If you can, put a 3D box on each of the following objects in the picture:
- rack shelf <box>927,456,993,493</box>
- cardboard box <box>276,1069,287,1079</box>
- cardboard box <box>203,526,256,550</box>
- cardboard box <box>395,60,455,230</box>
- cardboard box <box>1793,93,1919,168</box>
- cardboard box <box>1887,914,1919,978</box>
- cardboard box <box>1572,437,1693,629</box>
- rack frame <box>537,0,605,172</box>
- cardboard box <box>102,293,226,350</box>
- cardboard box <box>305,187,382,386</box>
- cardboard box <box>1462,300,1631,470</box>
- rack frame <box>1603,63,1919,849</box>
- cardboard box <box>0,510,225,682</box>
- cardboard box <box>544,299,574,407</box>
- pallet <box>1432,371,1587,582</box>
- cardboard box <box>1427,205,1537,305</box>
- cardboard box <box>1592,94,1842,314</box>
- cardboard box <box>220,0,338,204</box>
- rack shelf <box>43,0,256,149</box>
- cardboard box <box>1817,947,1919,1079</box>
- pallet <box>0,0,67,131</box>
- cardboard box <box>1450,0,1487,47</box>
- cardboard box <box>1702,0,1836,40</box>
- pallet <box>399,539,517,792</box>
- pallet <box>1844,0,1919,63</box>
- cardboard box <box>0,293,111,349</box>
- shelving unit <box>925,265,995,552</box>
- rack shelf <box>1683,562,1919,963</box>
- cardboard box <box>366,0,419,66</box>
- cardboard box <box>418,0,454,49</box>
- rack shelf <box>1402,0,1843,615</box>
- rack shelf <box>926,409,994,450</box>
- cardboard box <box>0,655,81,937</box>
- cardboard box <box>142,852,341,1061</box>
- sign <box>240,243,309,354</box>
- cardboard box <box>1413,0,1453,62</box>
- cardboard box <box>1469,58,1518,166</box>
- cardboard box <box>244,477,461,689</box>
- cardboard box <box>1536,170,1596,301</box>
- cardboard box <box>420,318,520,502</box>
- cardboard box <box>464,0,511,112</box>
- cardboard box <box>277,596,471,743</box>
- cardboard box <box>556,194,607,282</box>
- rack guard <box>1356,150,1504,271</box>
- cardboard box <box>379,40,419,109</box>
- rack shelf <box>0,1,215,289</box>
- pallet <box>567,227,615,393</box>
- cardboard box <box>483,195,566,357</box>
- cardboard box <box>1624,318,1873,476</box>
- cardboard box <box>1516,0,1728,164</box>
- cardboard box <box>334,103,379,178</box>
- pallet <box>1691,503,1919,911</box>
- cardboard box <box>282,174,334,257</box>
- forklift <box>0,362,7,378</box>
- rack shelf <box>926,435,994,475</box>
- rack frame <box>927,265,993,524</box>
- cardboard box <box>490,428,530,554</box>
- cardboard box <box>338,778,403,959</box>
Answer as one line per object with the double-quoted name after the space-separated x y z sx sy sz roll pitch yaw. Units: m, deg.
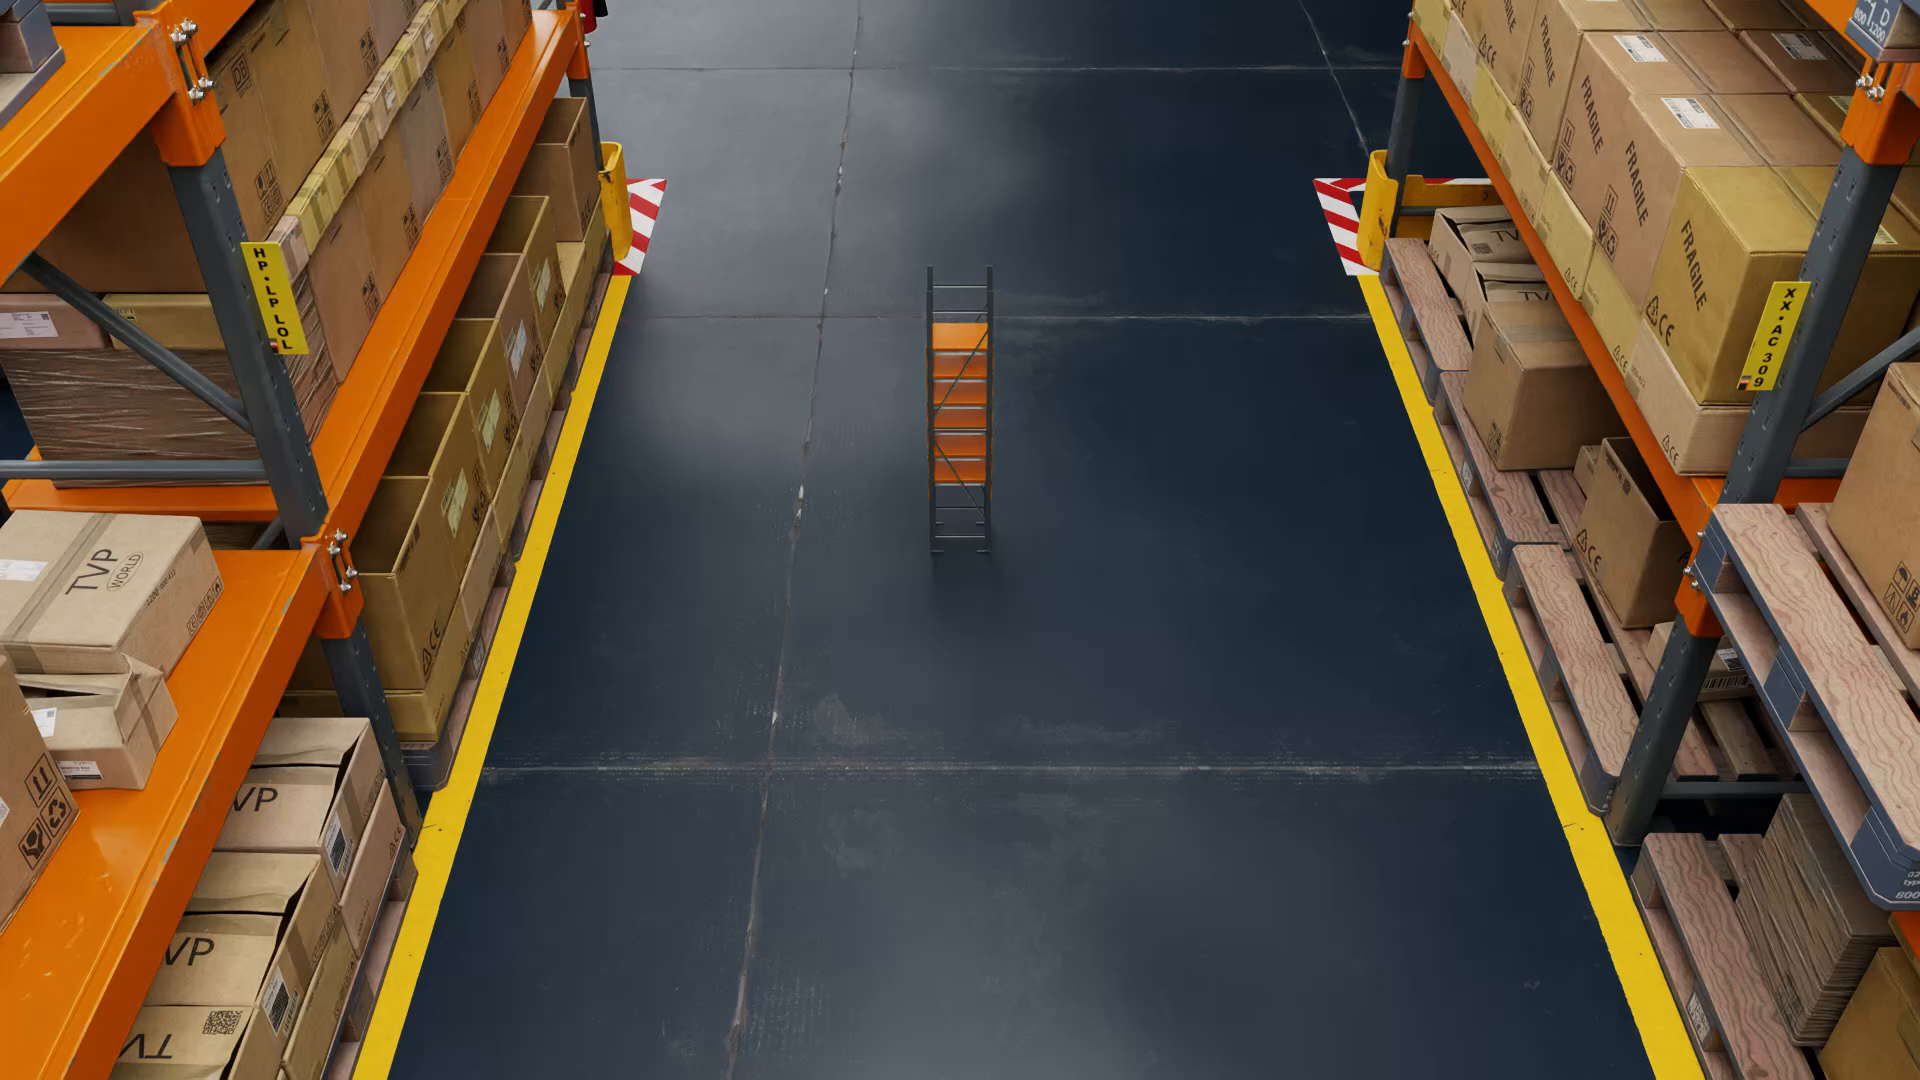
0.000 -0.255 6.564 0.258 0.103 0.180 0 39 0 "rack shelf"
-2.007 1.617 4.197 0.500 0.250 0.500 1 39 1 "cardboard box"
-2.506 -0.174 5.831 0.500 0.500 0.500 0 39 0 "cardboard box"
-2.310 -1.468 6.103 0.700 0.500 0.500 1 39 1 "cardboard box"
2.868 -1.053 5.170 0.500 0.500 0.500 0 39 0 "cardboard box"
2.678 1.053 4.085 0.500 0.250 0.500 -1 39 -1 "cardboard box"
2.615 -0.039 6.047 0.500 0.500 0.500 -3 39 -3 "cardboard box"
-2.302 -2.689 7.707 1.000 3.000 0.127 0 39 0 "rack frame"
-2.104 -0.648 4.561 0.380 0.149 0.250 0 39 0 "cardboard box"
-2.311 -0.834 5.312 0.700 0.500 0.500 0 39 -1 "cardboard box"
2.514 -0.643 6.801 0.700 0.500 0.500 -2 39 -3 "cardboard box"
2.656 -0.194 4.593 1.000 3.000 0.127 0 39 0 "rack frame"
-2.253 0.179 4.248 0.500 0.250 0.500 2 39 3 "cardboard box"
-1.991 -0.819 7.237 0.500 0.250 0.500 0 39 0 "cardboard box"
2.616 -0.290 6.943 1.003 0.211 1.213 0 39 0 "pallet"
2.562 -1.385 7.878 0.500 0.311 0.500 -4 39 -5 "cardboard box"
2.340 -1.043 5.157 0.500 0.500 0.500 0 39 0 "cardboard box"
-2.306 -1.326 4.889 0.700 0.500 0.500 0 39 0 "cardboard box"
-2.300 -2.328 5.433 1.077 0.370 4.000 0 39 0 "rack shelf"
2.724 1.394 4.259 0.700 0.500 0.500 -1 39 -1 "cardboard box"
-2.284 -0.732 3.019 0.805 0.209 1.217 -1 39 -2 "pallet"
2.342 -2.329 6.762 0.500 0.500 0.500 0 39 0 "cardboard box"
2.861 -1.689 5.964 0.500 0.500 0.500 0 39 1 "cardboard box"
-2.257 0.403 6.078 1.003 0.211 1.213 0 39 0 "pallet"
2.550 -0.905 3.232 1.213 0.211 1.003 0 39 0 "pallet"
-2.512 -0.650 4.563 0.380 0.149 0.250 0 39 0 "cardboard box"
0.000 -0.477 6.386 0.258 1.200 0.189 0 39 0 "shelving unit"
2.658 1.338 3.257 1.077 0.370 4.000 0 39 0 "rack shelf"
-2.306 -1.952 5.670 0.700 0.500 0.500 0 39 0 "cardboard box"
-2.108 -1.933 6.164 0.380 0.149 0.250 1 39 1 "cardboard box"
2.654 -1.164 6.379 1.077 0.370 4.000 0 39 0 "rack shelf"
0.000 -0.443 6.414 0.258 0.103 0.180 0 39 0 "rack shelf"
-2.312 0.583 3.544 0.500 0.500 0.500 3 39 3 "cardboard box"
-2.003 1.081 4.417 0.500 0.311 0.500 1 39 1 "cardboard box"
-1.755 -0.615 4.256 0.100 0.325 0.005 0 39 0 "sign"
2.335 -2.339 7.374 0.500 0.250 0.500 -1 39 -1 "cardboard box"
2.344 -1.696 6.571 0.500 0.250 0.500 -1 39 -1 "cardboard box"
-1.985 0.139 5.442 0.500 0.500 0.500 0 39 0 "cardboard box"
2.344 -1.065 5.784 0.500 0.250 0.500 0 39 0 "cardboard box"
-1.986 -0.487 6.222 0.500 0.500 0.500 0 39 0 "cardboard box"
-2.309 -2.108 6.902 0.700 0.500 0.500 1 39 1 "cardboard box"
-1.995 0.431 5.676 0.500 0.250 0.500 0 39 0 "cardboard box"
-2.006 -1.445 8.017 0.500 0.250 0.500 0 39 0 "cardboard box"
2.652 -1.672 8.437 1.175 0.500 0.348 0 39 0 "rack guard"
-2.110 -1.617 5.770 0.380 0.149 0.250 0 39 0 "cardboard box"
-2.295 0.173 2.312 1.077 0.370 4.000 0 39 0 "rack shelf"
-2.259 -1.123 7.982 1.003 0.211 1.213 0 39 0 "pallet"
-1.988 -1.112 7.002 0.500 0.500 0.500 0 39 0 "cardboard box"
2.352 -0.439 5.003 0.500 0.250 0.500 0 39 0 "cardboard box"
2.349 -1.683 5.956 0.500 0.500 0.500 1 39 1 "cardboard box"
-2.106 -1.287 5.358 0.380 0.149 0.250 -1 39 -2 "cardboard box"
2.512 0.359 4.056 1.003 0.211 1.213 0 39 0 "pallet"
-2.107 -0.966 4.959 0.380 0.149 0.250 -1 39 -1 "cardboard box"
-5.217 -2.082 7.004 3.031 2.935 1.130 -6 39 -8 "forklift"
0.000 -0.349 6.489 0.258 0.103 0.180 0 39 0 "rack shelf"
0.000 -0.534 6.457 0.240 1.200 0.006 0 39 0 "rack frame"
-1.986 -0.194 6.457 0.500 0.250 0.500 0 39 0 "cardboard box"
-2.007 0.981 4.991 0.500 0.250 0.500 0 39 0 "cardboard box"
